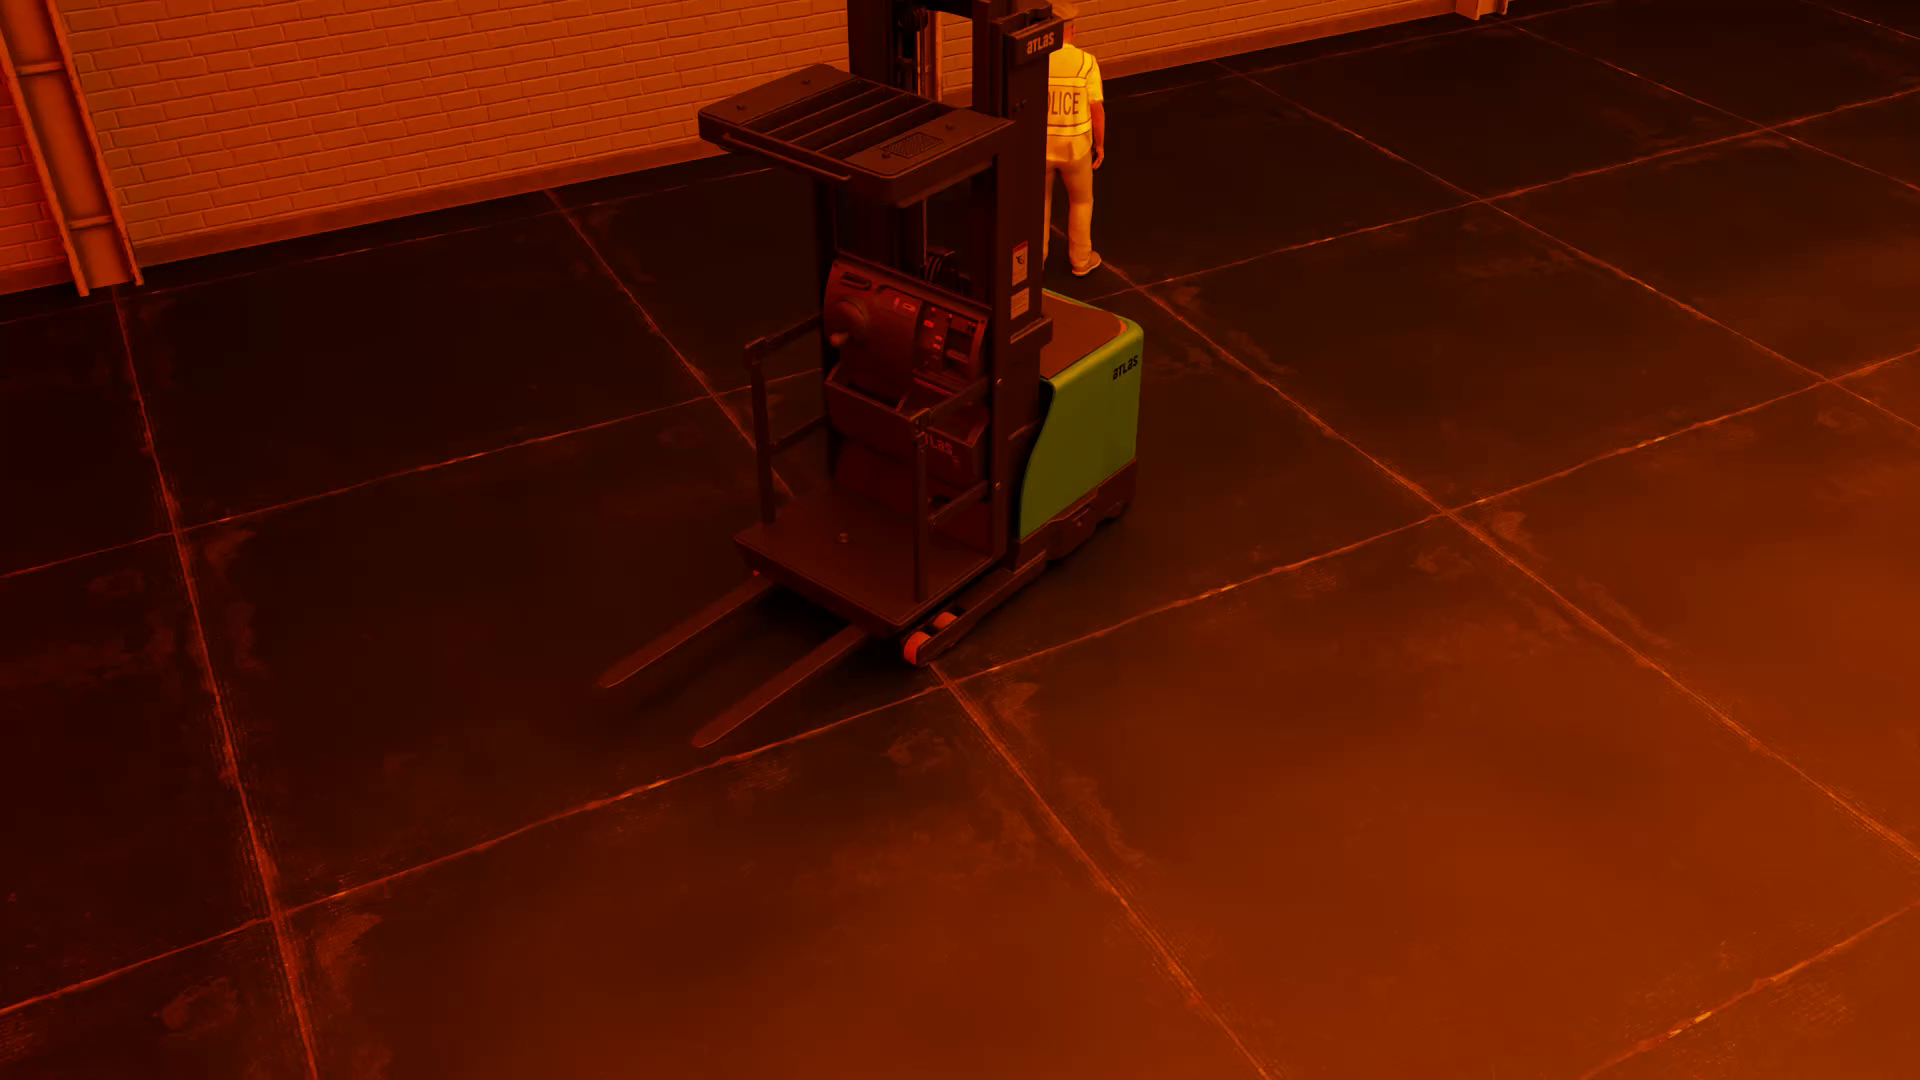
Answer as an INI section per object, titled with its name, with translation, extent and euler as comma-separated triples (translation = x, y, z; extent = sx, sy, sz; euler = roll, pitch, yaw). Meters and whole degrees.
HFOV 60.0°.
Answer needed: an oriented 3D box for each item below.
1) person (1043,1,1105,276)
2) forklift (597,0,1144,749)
[person]
translation = 0.642, -2.550, 10.756
extent = 0.592, 1.746, 0.442
euler = 6, 36, 8
[forklift]
translation = -0.390, -0.927, 7.434
extent = 1.130, 2.935, 3.031
euler = 26, 43, 31
